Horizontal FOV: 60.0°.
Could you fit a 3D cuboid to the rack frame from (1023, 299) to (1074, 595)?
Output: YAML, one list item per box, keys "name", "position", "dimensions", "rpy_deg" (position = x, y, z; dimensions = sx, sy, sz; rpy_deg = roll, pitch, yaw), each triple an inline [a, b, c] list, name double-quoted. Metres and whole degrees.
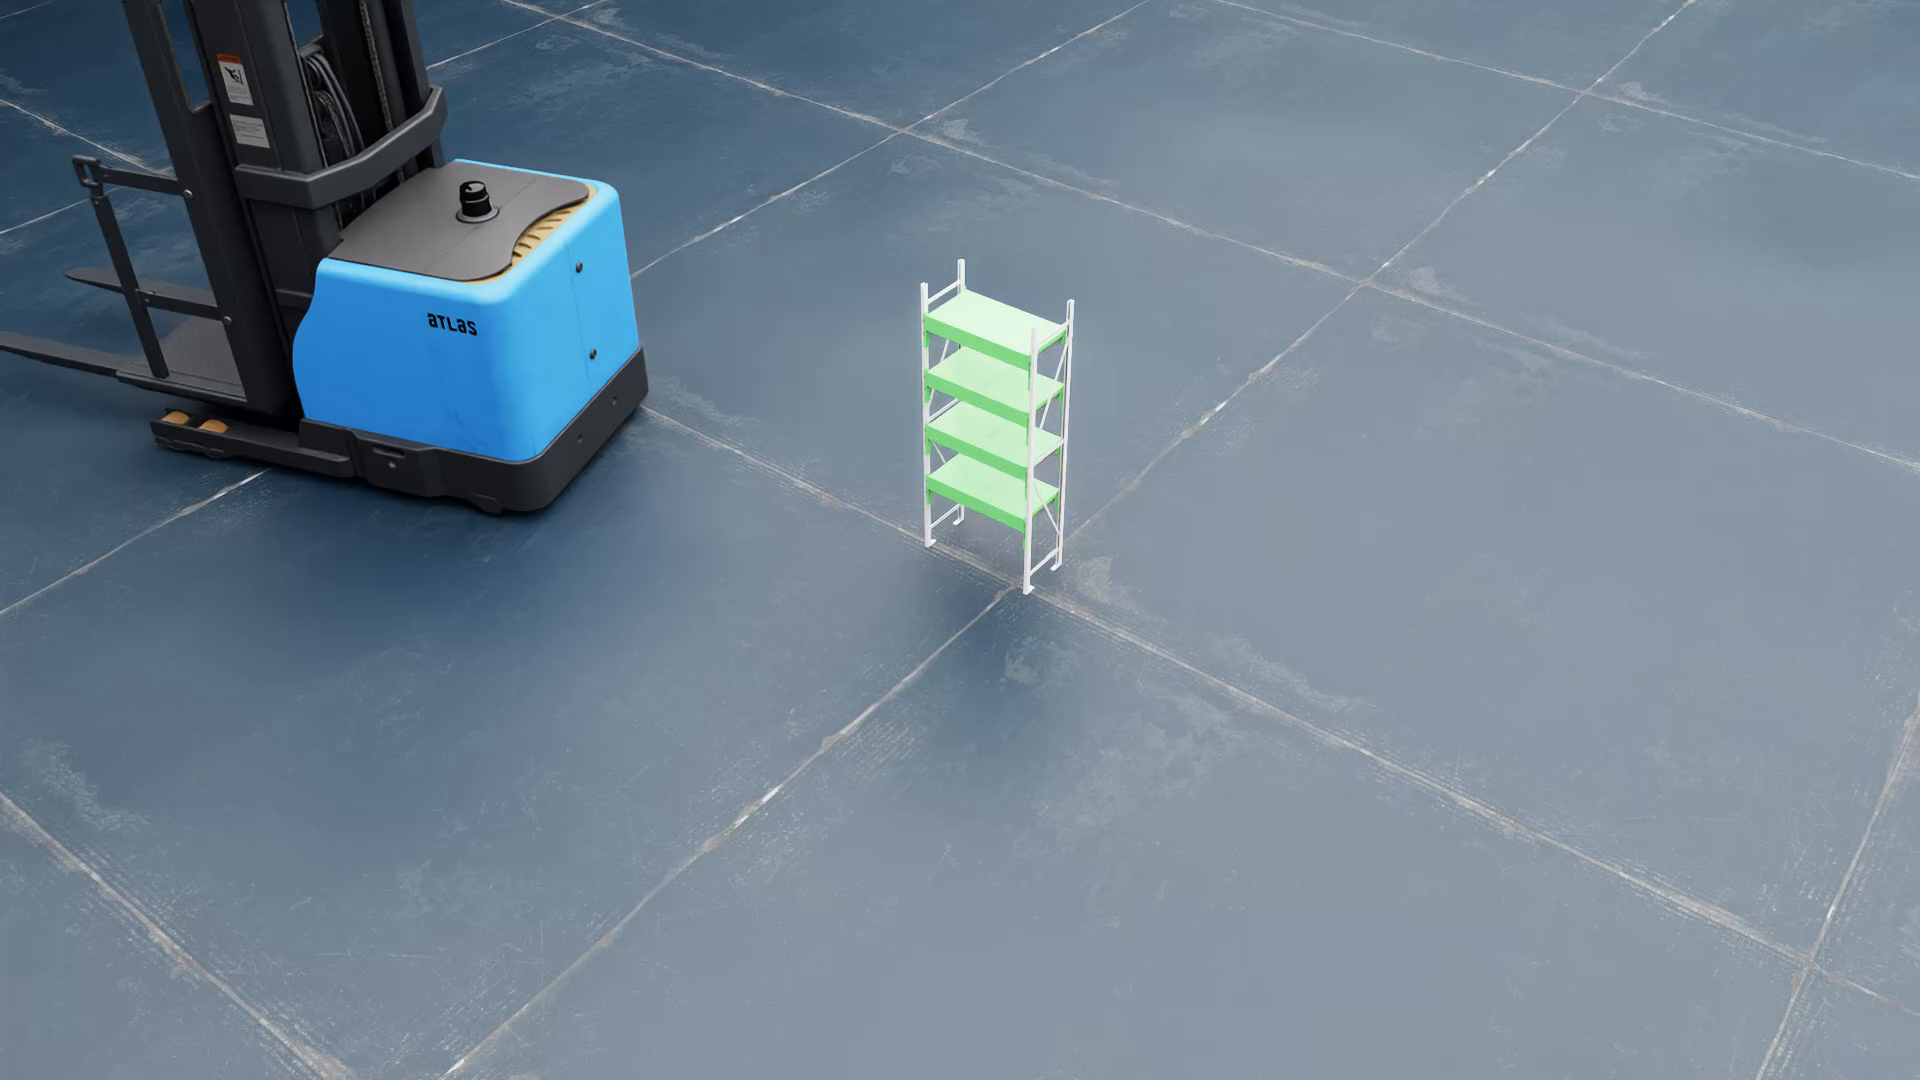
- name: "rack frame"
  position: [0.325, -0.319, 6.184]
  dimensions: [0.015, 1.200, 0.240]
  rpy_deg: [25, 45, 29]

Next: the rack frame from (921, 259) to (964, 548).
- name: "rack frame"
  position: [-0.062, -0.502, 6.418]
  dimensions: [0.015, 1.200, 0.240]
  rpy_deg: [25, 45, 29]

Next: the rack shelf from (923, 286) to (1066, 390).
- name: "rack shelf"
  position: [0.131, -0.738, 6.044]
  dimensions: [0.480, 0.148, 0.258]
  rpy_deg: [25, 45, 29]

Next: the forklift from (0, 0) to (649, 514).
- name: "forklift"
  position: [-2.976, -1.801, 6.673]
  dimensions: [3.031, 2.935, 1.130]
  rpy_deg: [12, 40, 15]

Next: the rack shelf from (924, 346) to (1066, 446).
- name: "rack shelf"
  position: [0.131, -0.549, 6.192]
  dimensions: [0.480, 0.148, 0.258]
  rpy_deg: [25, 45, 29]

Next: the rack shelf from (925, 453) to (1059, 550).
- name: "rack shelf"
  position: [0.131, -0.171, 6.488]
  dimensions: [0.480, 0.148, 0.258]
  rpy_deg: [25, 45, 29]

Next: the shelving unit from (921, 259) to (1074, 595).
- name: "shelving unit"
  position: [0.131, -0.410, 6.301]
  dimensions: [0.503, 1.200, 0.258]
  rpy_deg: [25, 45, 29]

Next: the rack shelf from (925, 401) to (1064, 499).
- name: "rack shelf"
  position: [0.131, -0.360, 6.340]
  dimensions: [0.480, 0.148, 0.258]
  rpy_deg: [25, 45, 29]
